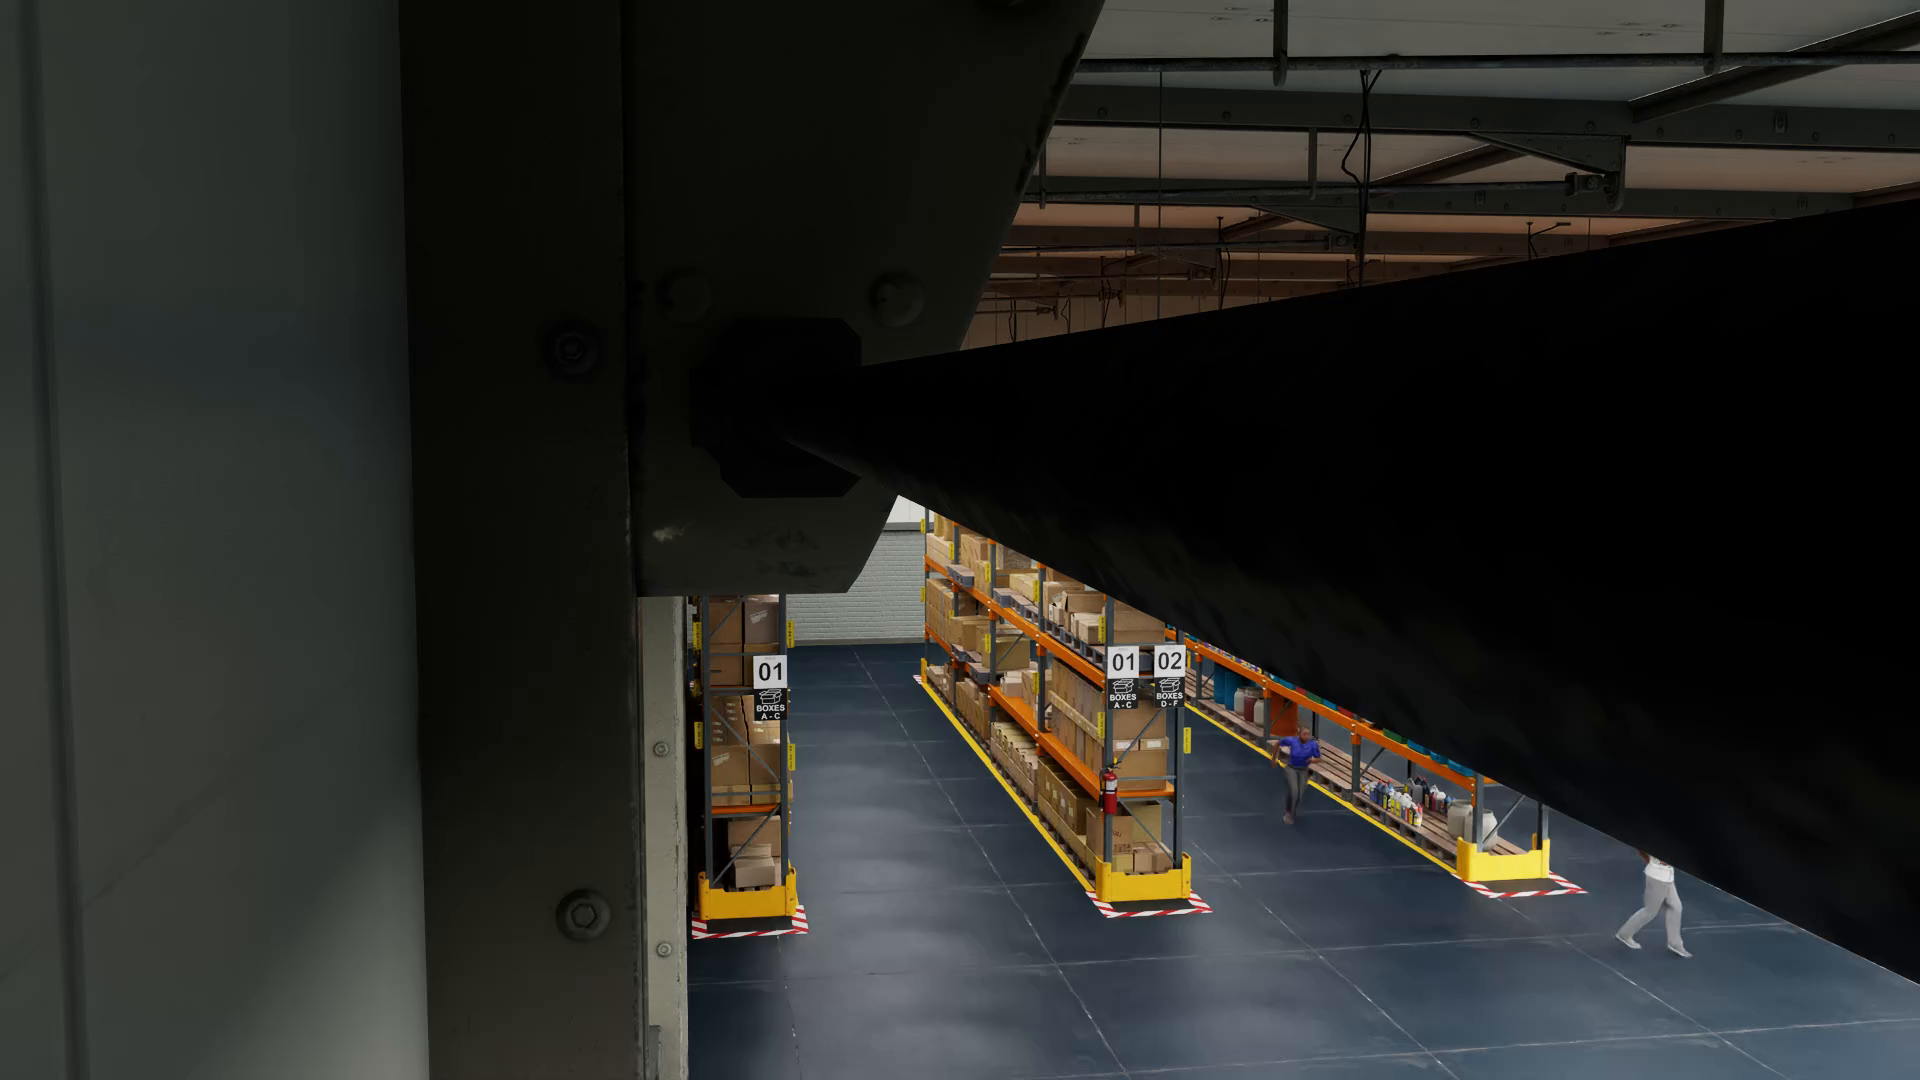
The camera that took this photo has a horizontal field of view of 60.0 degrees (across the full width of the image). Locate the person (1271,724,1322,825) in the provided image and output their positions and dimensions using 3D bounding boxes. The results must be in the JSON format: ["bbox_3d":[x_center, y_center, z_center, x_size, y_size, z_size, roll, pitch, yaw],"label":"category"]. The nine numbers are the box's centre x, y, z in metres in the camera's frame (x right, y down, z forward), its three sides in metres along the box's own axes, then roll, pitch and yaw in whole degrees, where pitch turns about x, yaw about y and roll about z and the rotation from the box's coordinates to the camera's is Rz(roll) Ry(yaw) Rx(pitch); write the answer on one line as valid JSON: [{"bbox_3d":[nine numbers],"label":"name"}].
[{"bbox_3d":[4.950,3.444,24.430,0.640,1.533,0.791,-1,5,-8],"label":"person"}]

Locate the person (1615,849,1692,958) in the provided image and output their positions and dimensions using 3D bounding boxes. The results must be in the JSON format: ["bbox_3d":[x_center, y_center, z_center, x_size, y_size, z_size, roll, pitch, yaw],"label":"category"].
[{"bbox_3d":[7.834,3.847,18.702,0.816,1.747,0.555,2,5,18],"label":"person"}]
